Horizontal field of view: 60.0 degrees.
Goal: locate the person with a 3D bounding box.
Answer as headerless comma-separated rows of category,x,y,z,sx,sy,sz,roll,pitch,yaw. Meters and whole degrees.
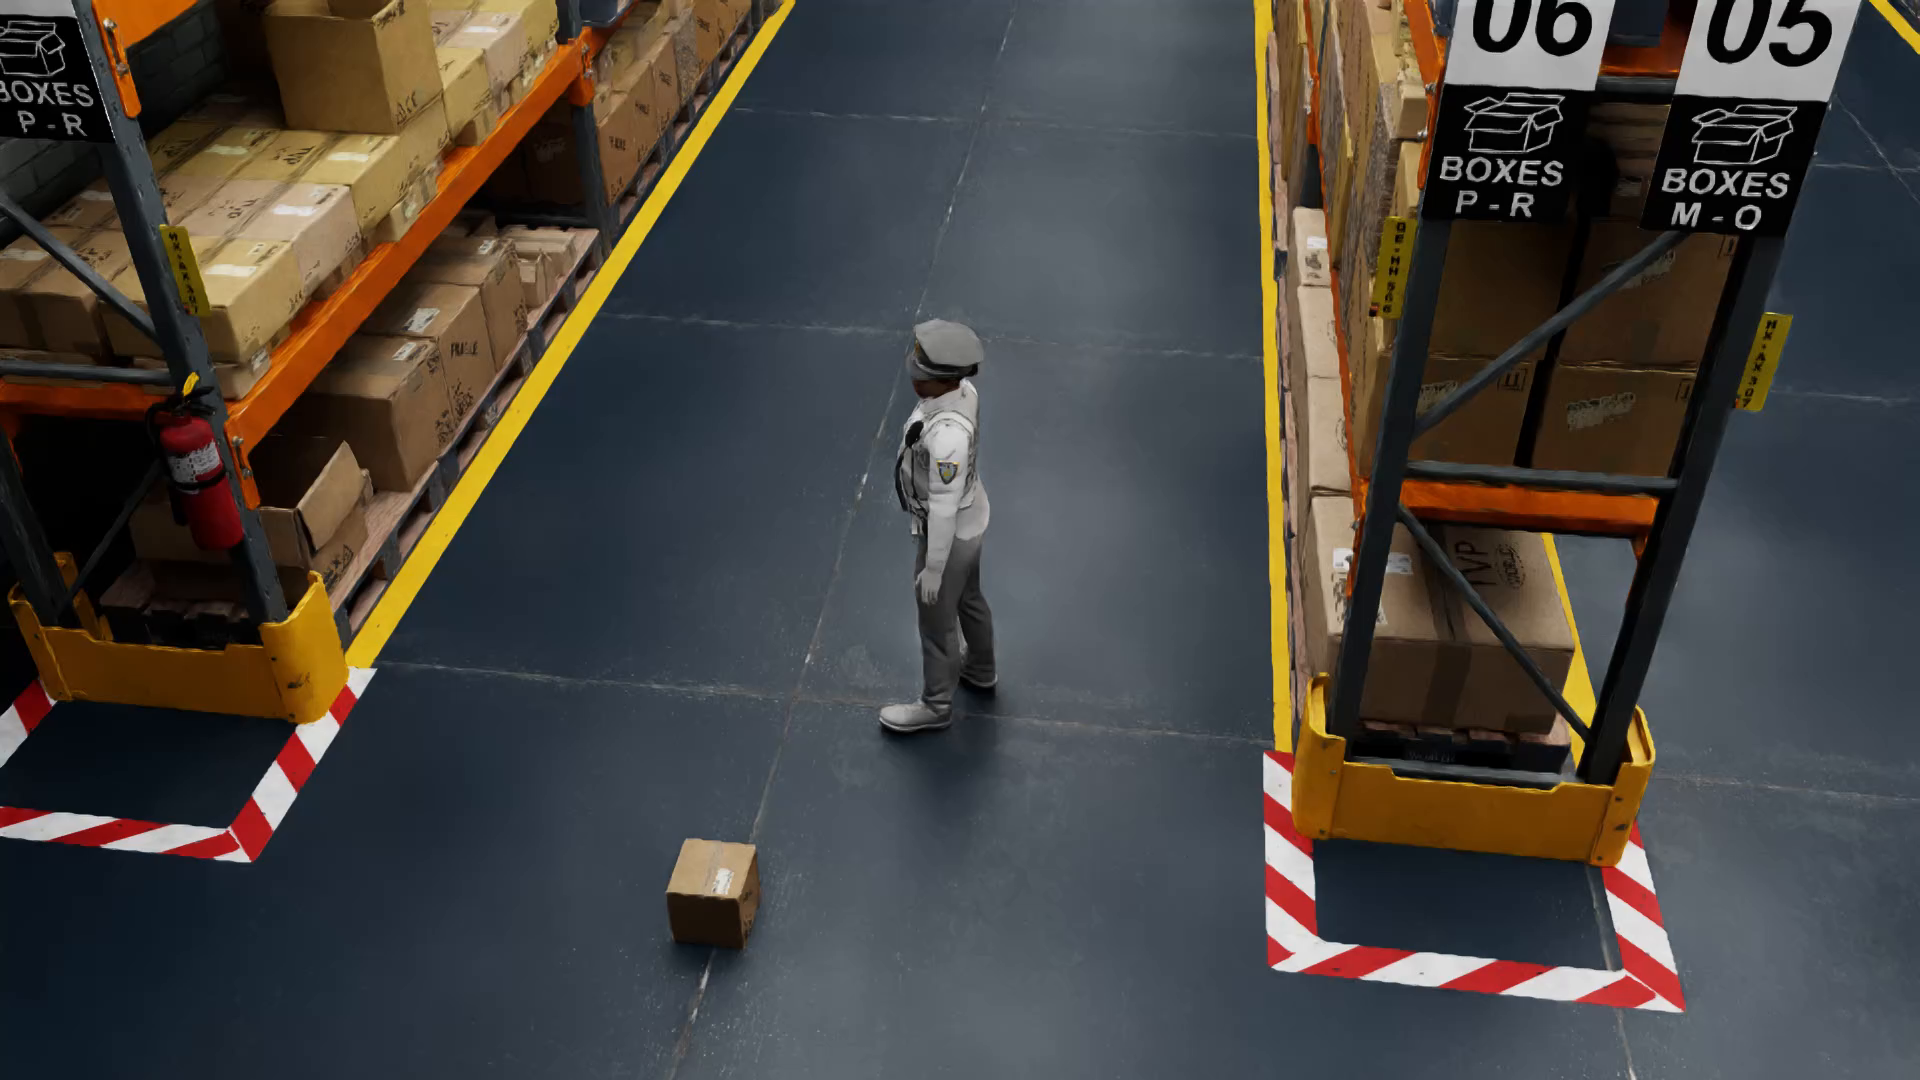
person,-0.082,-0.034,6.140,0.444,1.677,0.574,3,36,5
